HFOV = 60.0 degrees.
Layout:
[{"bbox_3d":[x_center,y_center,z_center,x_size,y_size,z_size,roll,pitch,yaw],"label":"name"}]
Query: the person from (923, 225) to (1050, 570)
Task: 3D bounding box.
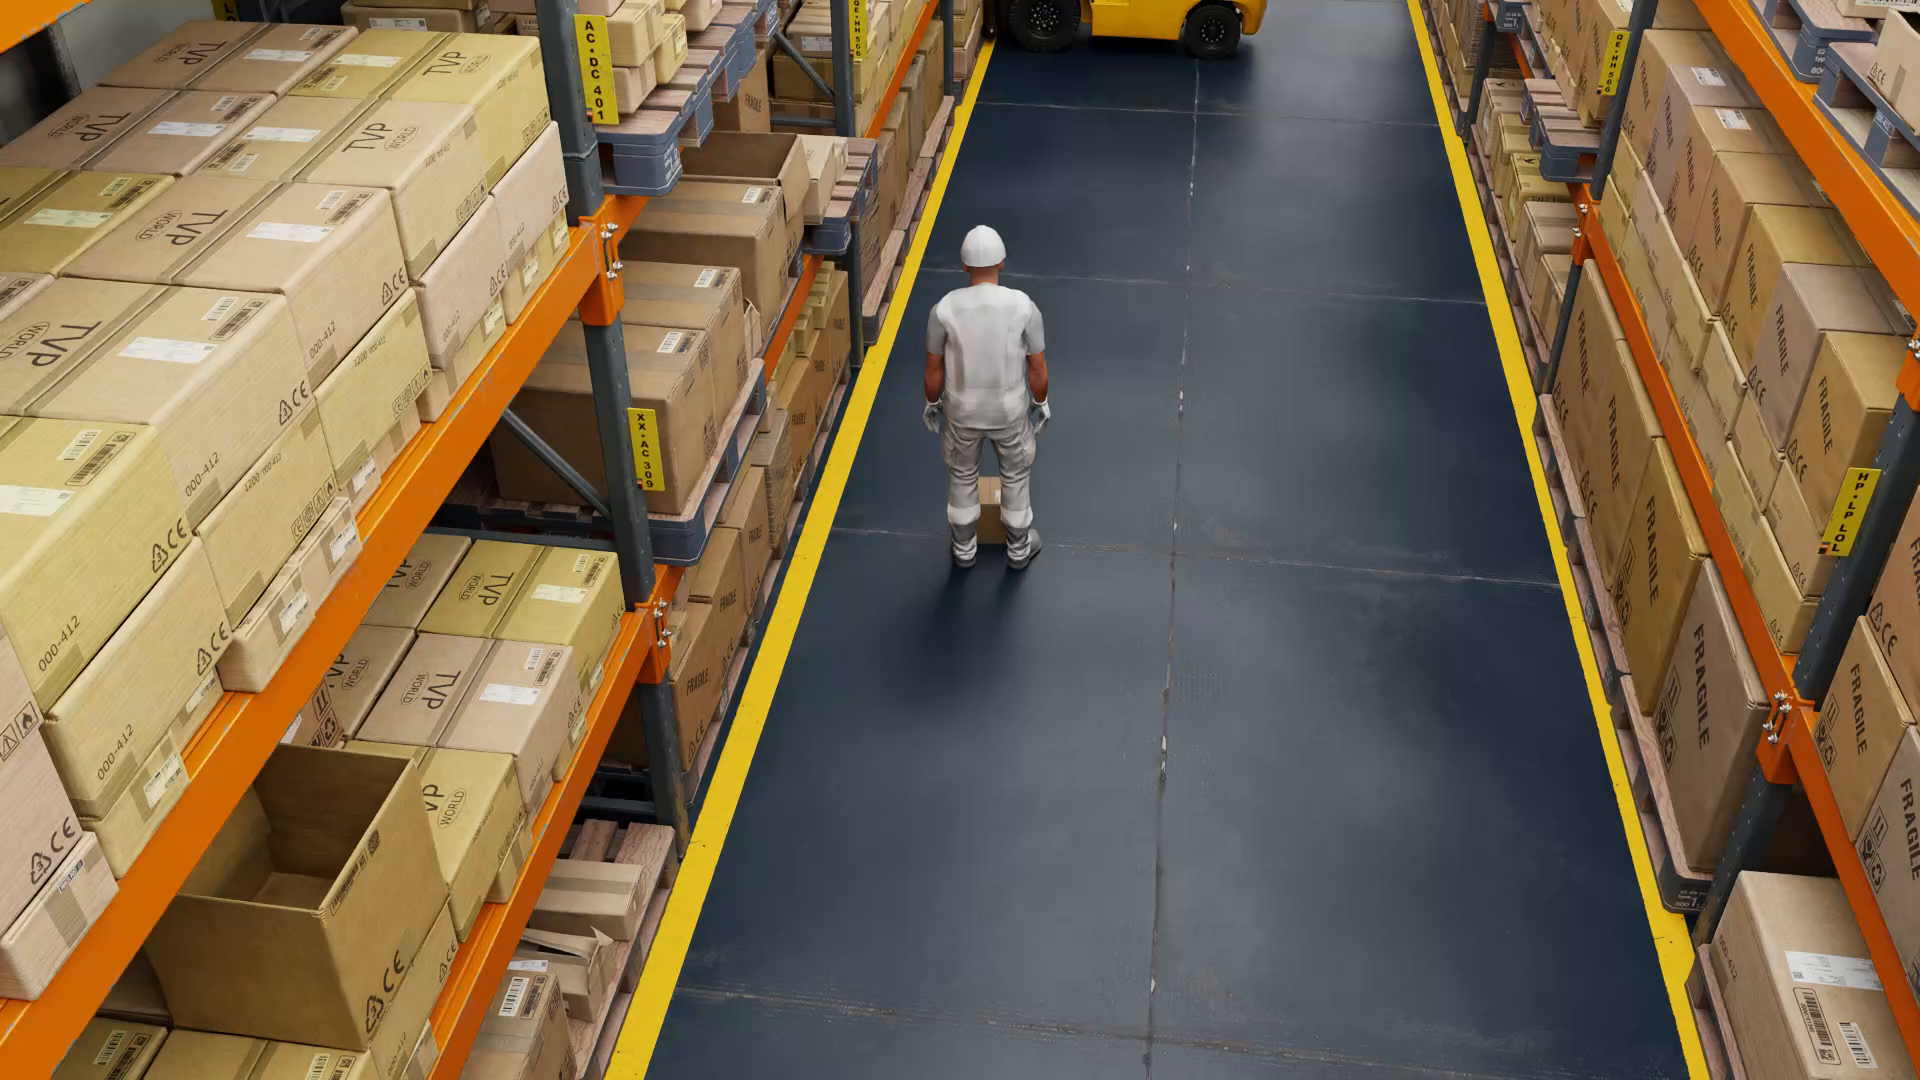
[{"bbox_3d":[0.127,-0.639,7.915,0.609,1.777,0.453,2,36,3],"label":"person"}]
